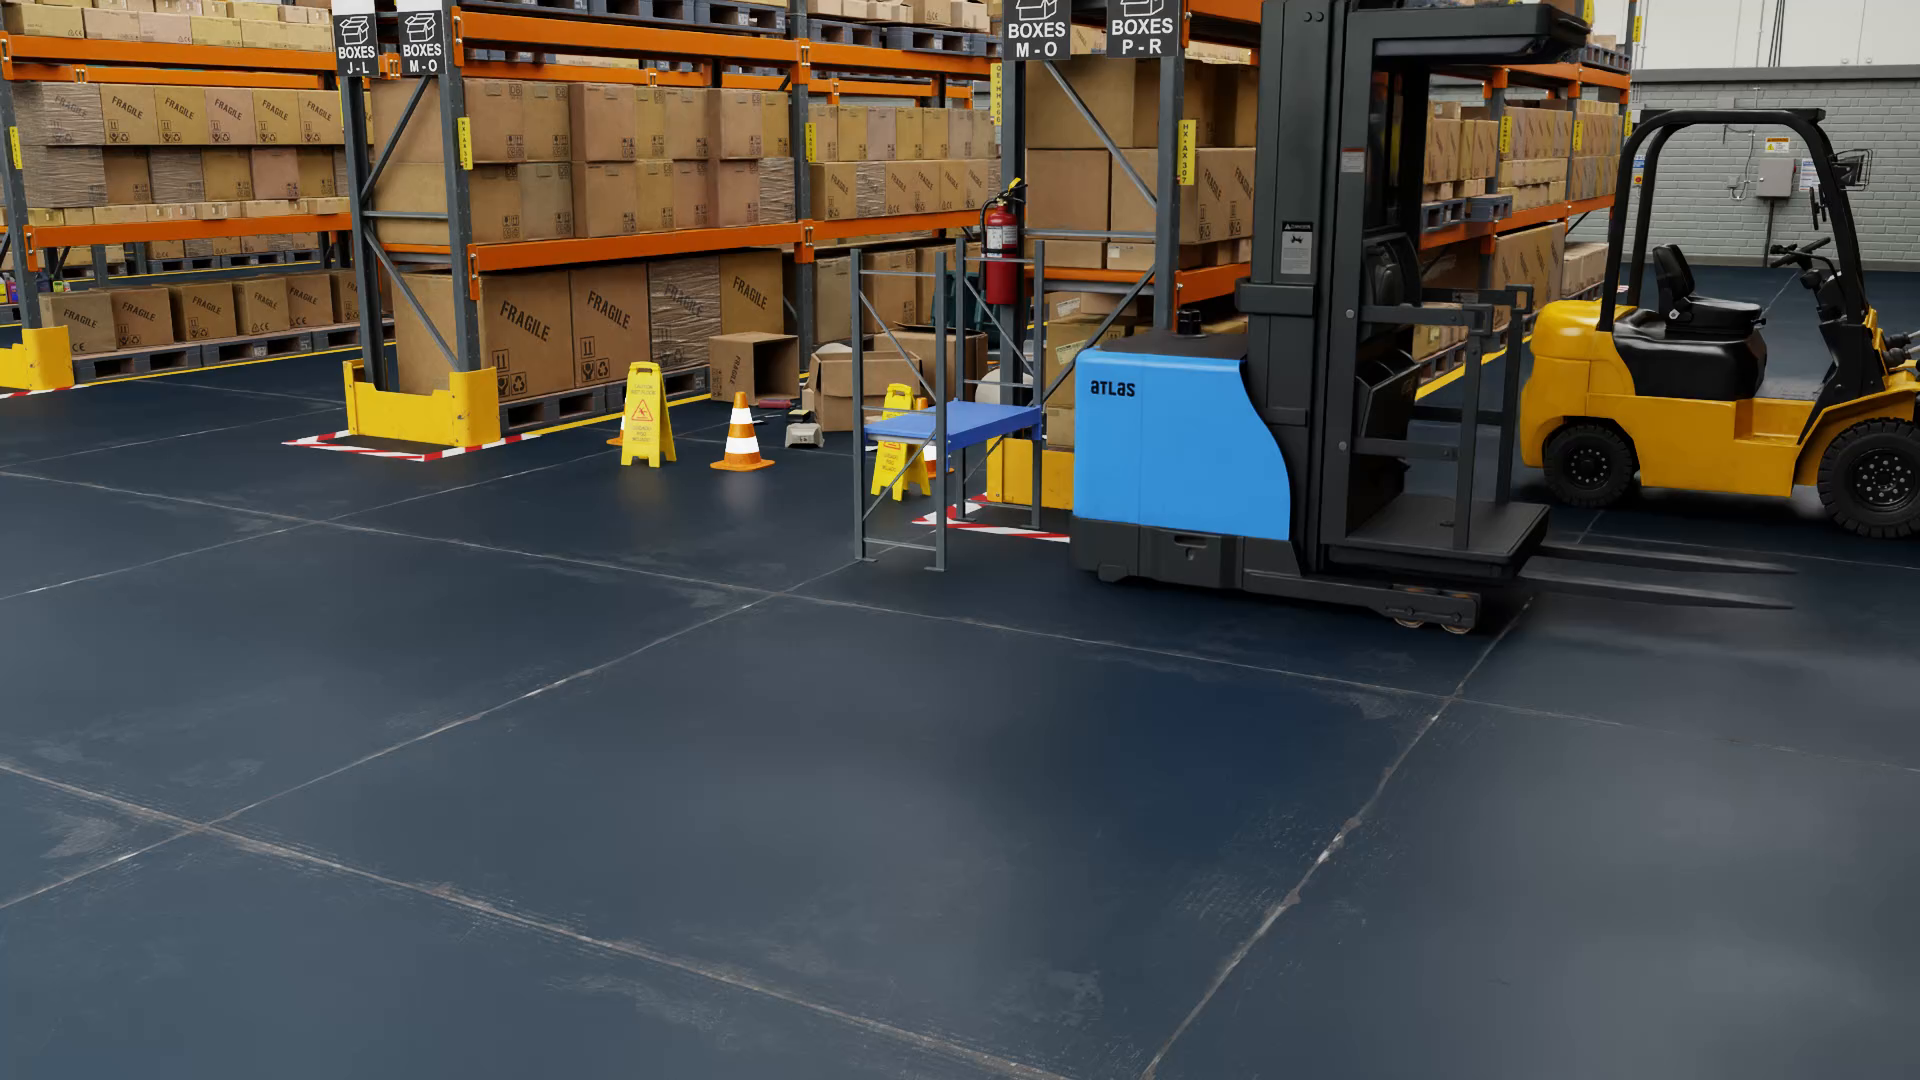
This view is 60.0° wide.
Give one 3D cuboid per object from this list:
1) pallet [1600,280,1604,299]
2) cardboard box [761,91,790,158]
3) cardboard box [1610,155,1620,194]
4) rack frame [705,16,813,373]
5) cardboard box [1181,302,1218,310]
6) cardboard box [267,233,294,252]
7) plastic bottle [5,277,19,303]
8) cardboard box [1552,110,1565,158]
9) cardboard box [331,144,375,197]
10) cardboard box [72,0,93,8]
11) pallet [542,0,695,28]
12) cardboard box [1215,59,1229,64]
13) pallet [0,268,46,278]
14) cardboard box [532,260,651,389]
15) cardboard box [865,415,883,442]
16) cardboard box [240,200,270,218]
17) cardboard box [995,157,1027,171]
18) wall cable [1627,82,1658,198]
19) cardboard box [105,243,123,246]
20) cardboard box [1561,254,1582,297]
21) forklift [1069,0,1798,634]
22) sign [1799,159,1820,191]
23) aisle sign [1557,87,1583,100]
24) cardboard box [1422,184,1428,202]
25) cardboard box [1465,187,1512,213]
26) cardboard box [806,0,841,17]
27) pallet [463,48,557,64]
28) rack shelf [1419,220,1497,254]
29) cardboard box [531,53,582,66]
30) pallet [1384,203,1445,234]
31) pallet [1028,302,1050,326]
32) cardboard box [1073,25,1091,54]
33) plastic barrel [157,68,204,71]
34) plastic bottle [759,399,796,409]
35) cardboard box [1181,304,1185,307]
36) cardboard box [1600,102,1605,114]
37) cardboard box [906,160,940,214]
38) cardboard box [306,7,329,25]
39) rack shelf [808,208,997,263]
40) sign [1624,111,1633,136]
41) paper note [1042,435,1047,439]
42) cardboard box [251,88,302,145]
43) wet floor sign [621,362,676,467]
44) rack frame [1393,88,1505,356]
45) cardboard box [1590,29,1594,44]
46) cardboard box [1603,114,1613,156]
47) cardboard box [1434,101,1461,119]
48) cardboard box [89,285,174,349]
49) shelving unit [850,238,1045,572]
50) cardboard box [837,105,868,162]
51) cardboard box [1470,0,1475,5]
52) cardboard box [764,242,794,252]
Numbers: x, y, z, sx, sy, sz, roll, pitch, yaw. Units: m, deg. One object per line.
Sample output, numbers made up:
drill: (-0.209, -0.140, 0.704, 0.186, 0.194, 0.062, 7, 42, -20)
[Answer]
pallet: (8.105, -3.392, 22.153, 1.003, 0.211, 1.213, 7, 15, 28)
cardboard box: (-1.969, -3.525, 14.129, 0.875, 0.550, 0.550, 7, 15, 28)
cardboard box: (8.421, -4.840, 21.996, 0.500, 0.500, 0.500, 7, 15, 28)
rack frame: (-1.760, -2.999, 14.571, 1.000, 3.000, 0.127, 7, 15, 28)
cardboard box: (1.346, -1.274, 10.788, 0.500, 0.500, 0.500, 7, 15, 27)
cardboard box: (-11.333, -5.007, 27.299, 0.500, 0.500, 0.500, 8, 16, 29)
plastic bottle: (-10.583, -2.793, 18.578, 0.061, 0.283, 0.133, 9, 16, 32)
cardboard box: (6.249, -4.407, 18.068, 0.500, 0.500, 0.500, 8, 16, 29)
cardboard box: (-6.325, -3.689, 16.588, 0.875, 0.500, 0.500, 7, 15, 28)
cardboard box: (-7.427, -4.478, 13.777, 0.380, 0.149, 0.250, 7, 15, 27)
pallet: (-2.756, -3.998, 12.505, 1.003, 0.211, 1.213, 7, 15, 28)
cardboard box: (3.321, -6.405, 22.623, 0.500, 0.250, 0.500, 8, 16, 31)
pallet: (-13.813, -3.756, 23.661, 1.003, 0.211, 1.213, 7, 15, 28)
cardboard box: (-3.001, -1.677, 12.725, 0.875, 0.875, 0.875, 7, 15, 27)
cardboard box: (-0.447, -0.750, 11.325, 0.250, 0.149, 0.380, -8, 16, -30)
cardboard box: (-6.638, -3.076, 15.427, 0.380, 0.149, 0.250, 7, 15, 28)
cardboard box: (0.583, -4.122, 18.238, 0.380, 0.149, 0.250, 8, 16, 31)
wall cable: (11.128, -6.589, 27.230, 0.585, 1.953, 0.123, 7, 15, 28)
cardboard box: (-12.828, -4.530, 24.697, 0.500, 0.311, 0.500, 8, 16, 30)
cardboard box: (6.886, -3.175, 19.874, 0.875, 0.438, 0.875, 7, 15, 27)
forklift: (2.058, -1.176, 7.158, 3.031, 2.935, 1.130, 7, 15, 26)
sign: (13.429, -5.752, 26.196, 0.329, 0.494, 0.001, 7, 15, 28)
aisle sign: (8.204, -6.232, 22.436, 0.394, 0.787, 0.004, 7, 15, 28)
cardboard box: (3.525, -2.783, 13.318, 0.380, 0.149, 0.250, 8, 16, 29)
cardboard box: (5.012, -3.278, 16.051, 0.500, 0.250, 0.500, 7, 15, 27)
cardboard box: (-1.250, -4.740, 14.571, 0.258, 0.266, 0.396, 7, 15, 27)
pallet: (-5.163, -5.276, 18.018, 1.213, 0.211, 1.003, 7, 15, 28)
rack shelf: (3.588, -2.519, 14.117, 1.077, 0.370, 4.000, 7, 15, 28)
cardboard box: (-4.608, -5.456, 18.684, 0.500, 0.250, 0.500, 8, 16, 30)
pallet: (3.118, -2.506, 12.936, 1.003, 0.211, 1.213, 7, 15, 28)
pallet: (0.552, -2.624, 18.966, 1.003, 0.211, 1.213, 7, 15, 28)
cardboard box: (1.155, -5.620, 18.830, 0.500, 0.500, 0.500, 7, 15, 28)
plastic barrel: (-9.701, -6.242, 20.554, 0.600, 0.901, 0.708, 7, 15, 28)
plastic bottle: (-1.385, -1.039, 12.715, 0.283, 0.061, 0.133, 2, 14, 9)
cardboard box: (1.219, -1.567, 10.620, 0.380, 0.149, 0.250, 8, 16, 30)
cardboard box: (7.856, -5.406, 20.827, 0.380, 0.149, 0.250, 8, 16, 29)
cardboard box: (-0.538, -3.435, 16.167, 0.500, 0.500, 0.500, 8, 16, 29)
cardboard box: (-6.212, -4.955, 15.757, 0.380, 0.149, 0.250, 7, 15, 25)
rack shelf: (-0.794, -3.059, 16.358, 1.077, 0.370, 4.000, 7, 15, 28)
sign: (8.891, -5.534, 22.113, 0.100, 0.325, 0.005, 7, 15, 28)
paper note: (0.618, -0.715, 11.434, 0.142, 0.019, 0.148, 2, 14, 9)
cardboard box: (-6.513, -3.932, 15.461, 0.500, 0.500, 0.500, 7, 15, 28)
wet floor sign: (-1.975, -0.803, 10.488, 0.267, 0.644, 0.232, 5, 14, 18)
rack frame: (4.555, -3.279, 15.735, 1.000, 3.000, 0.127, 7, 15, 28)
cardboard box: (7.655, -6.287, 20.891, 0.500, 0.311, 0.500, 8, 16, 29)
cardboard box: (7.929, -5.118, 21.014, 0.500, 0.500, 0.500, 7, 15, 28)
cardboard box: (4.011, -3.624, 14.038, 0.380, 0.149, 0.250, 7, 15, 25)
cardboard box: (-7.412, -2.002, 14.876, 0.500, 0.500, 0.500, 13, 19, 43)
shelving unit: (-0.041, -0.712, 8.285, 0.538, 1.500, 1.048, 7, 15, 28)
cardboard box: (-1.279, -3.742, 15.306, 0.700, 0.500, 0.500, 7, 15, 27)
cardboard box: (4.088, -4.593, 14.570, 0.700, 0.500, 0.500, 7, 15, 28)
cardboard box: (-2.909, -4.077, 22.681, 1.225, 0.875, 0.875, 7, 15, 26)
